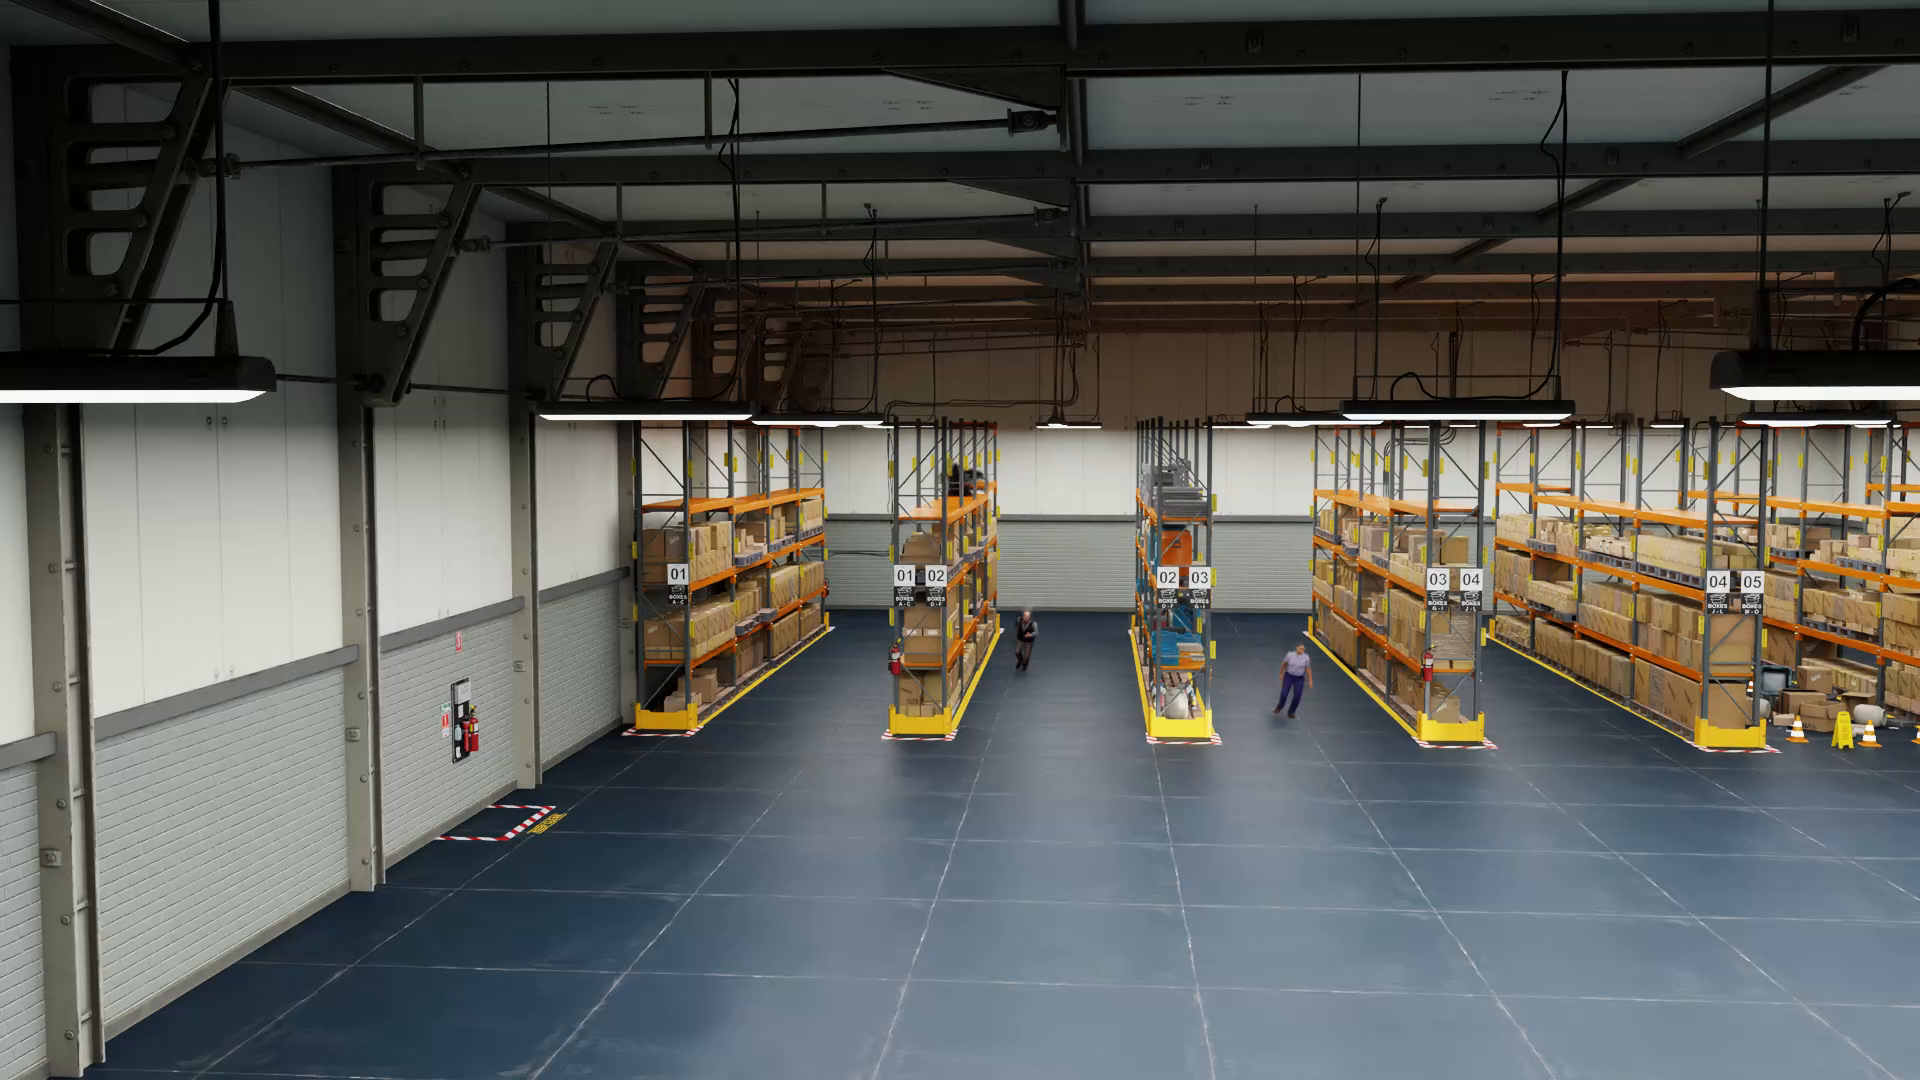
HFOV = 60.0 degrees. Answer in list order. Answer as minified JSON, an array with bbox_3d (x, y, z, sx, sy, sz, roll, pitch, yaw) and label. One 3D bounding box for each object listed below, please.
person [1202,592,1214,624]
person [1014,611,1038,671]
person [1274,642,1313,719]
[{"bbox_3d":[7.012,1.705,49.202,1.137,1.597,0.701,2,4,30],"label":"person"},{"bbox_3d":[1.550,2.398,39.349,0.665,1.489,1.005,1,4,10],"label":"person"},{"bbox_3d":[6.631,2.774,33.079,0.737,1.567,0.592,0,4,5],"label":"person"}]
